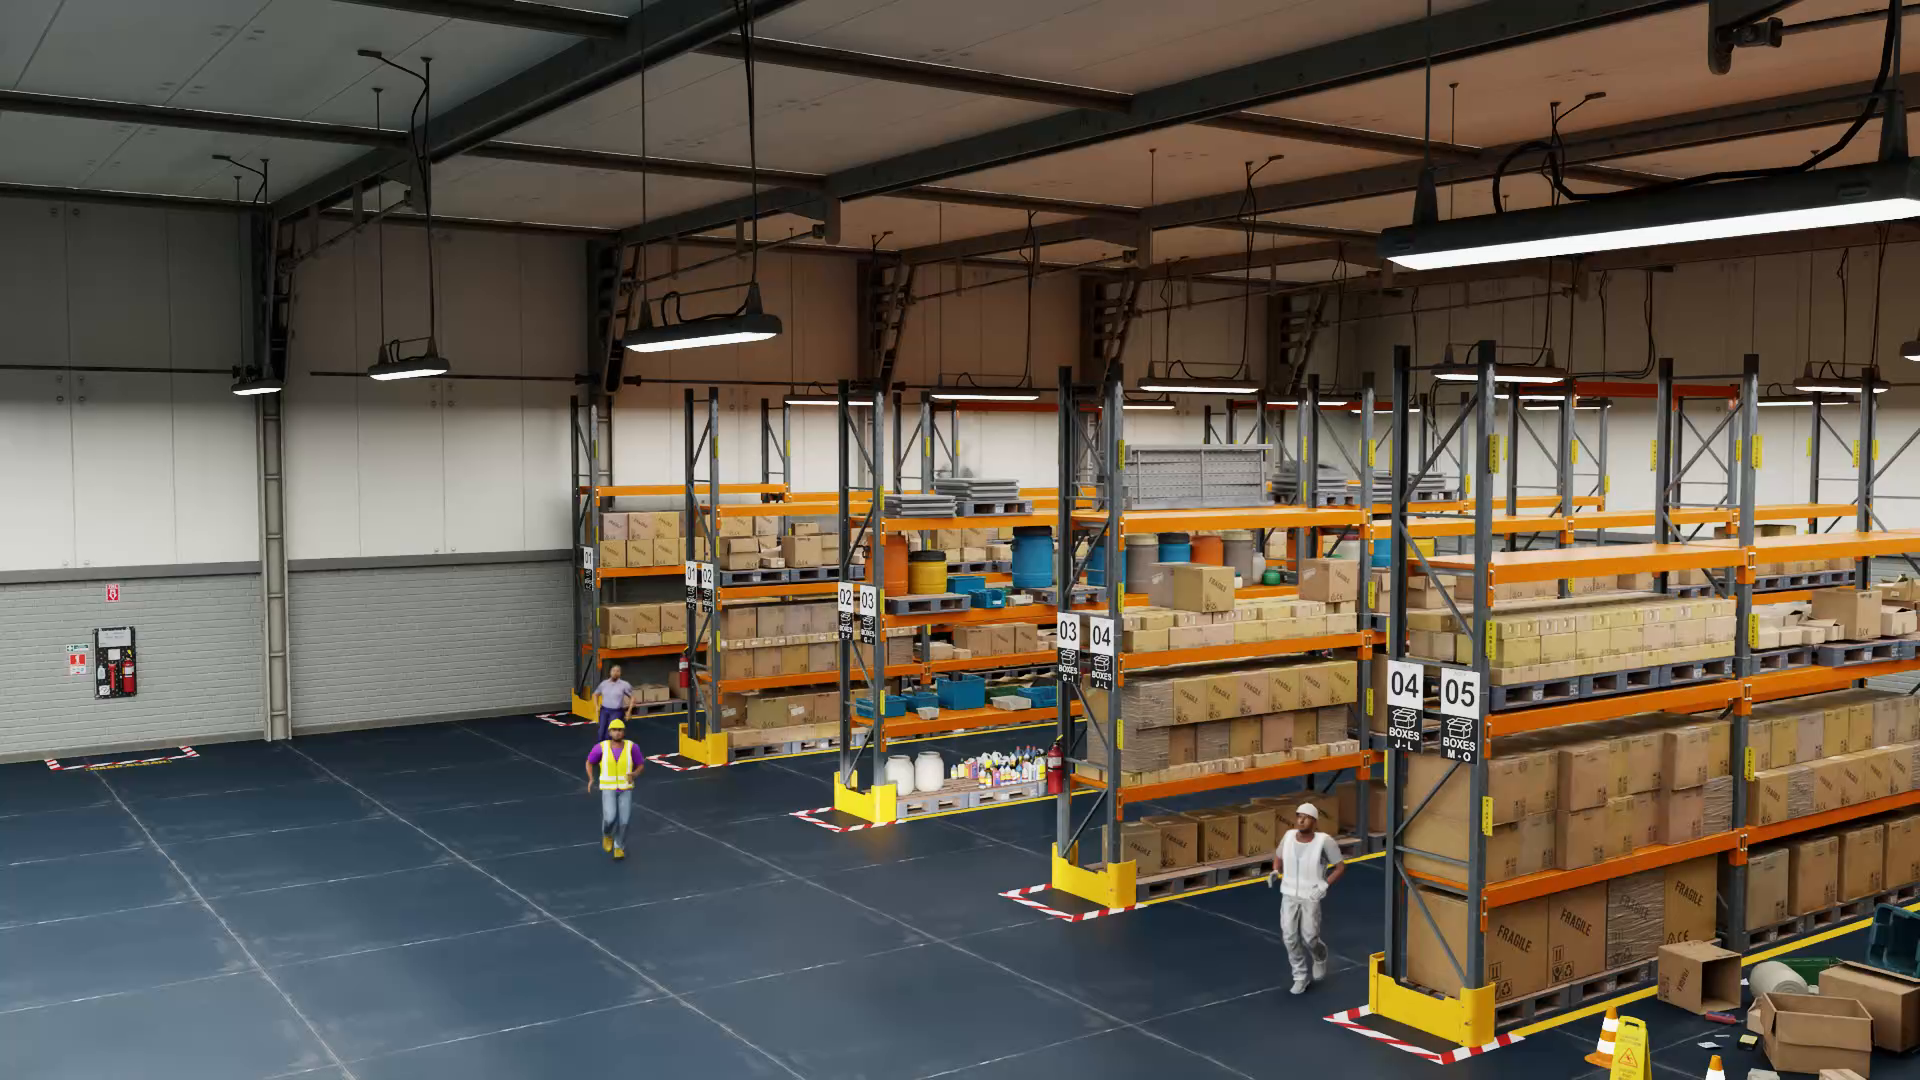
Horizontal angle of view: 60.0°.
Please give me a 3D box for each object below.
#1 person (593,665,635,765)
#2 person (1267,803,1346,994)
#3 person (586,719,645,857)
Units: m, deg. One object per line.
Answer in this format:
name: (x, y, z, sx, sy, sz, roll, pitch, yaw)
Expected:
person: (-5.525, 2.785, 26.320, 0.644, 1.596, 0.542, 1, 3, 9)
person: (3.262, 3.366, 15.695, 0.707, 1.771, 0.586, 2, 4, 32)
person: (-4.223, 3.064, 20.444, 0.700, 1.719, 0.590, -1, 4, -16)
